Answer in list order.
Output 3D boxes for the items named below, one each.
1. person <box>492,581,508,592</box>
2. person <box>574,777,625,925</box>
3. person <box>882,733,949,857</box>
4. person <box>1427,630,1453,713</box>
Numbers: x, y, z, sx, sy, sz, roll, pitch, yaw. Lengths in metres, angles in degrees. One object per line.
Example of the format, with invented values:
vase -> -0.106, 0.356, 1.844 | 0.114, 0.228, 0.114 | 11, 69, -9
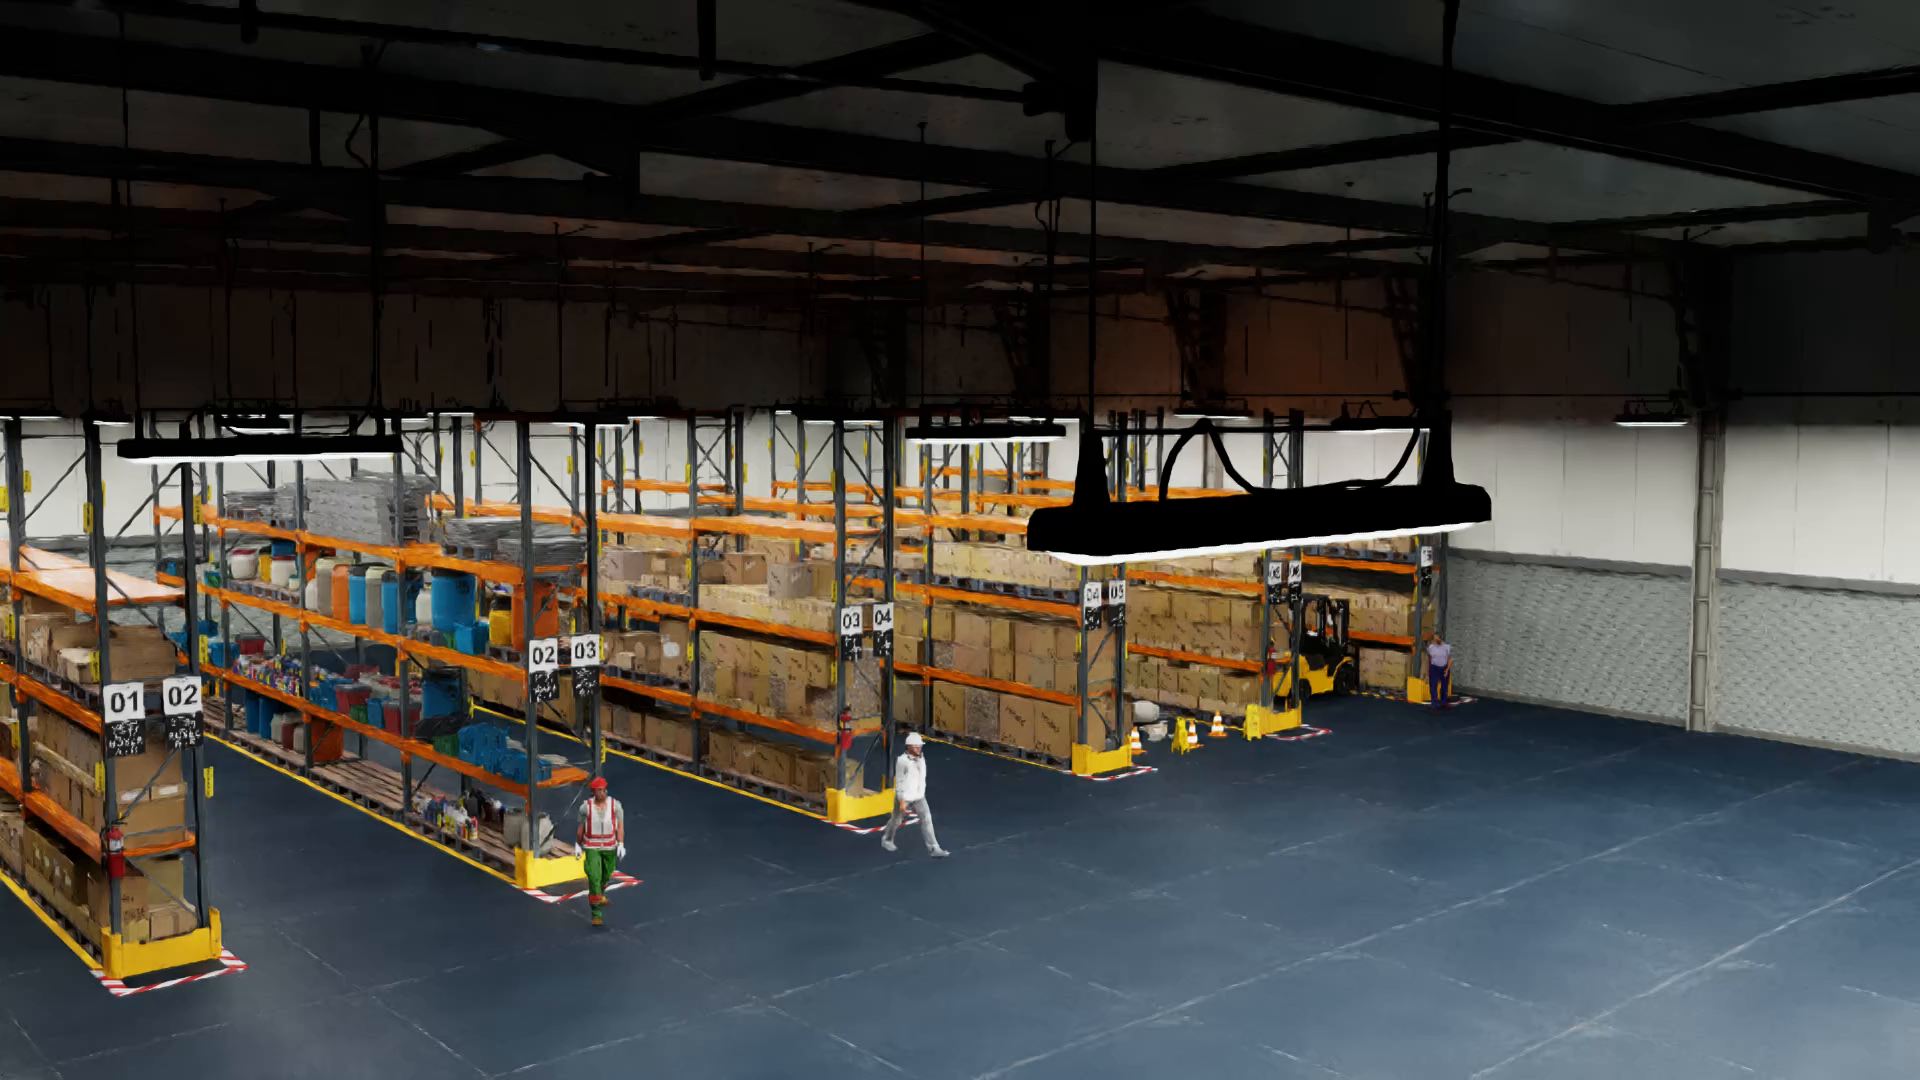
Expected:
person -> -11.825, 1.751, 42.897 | 0.517, 1.644, 0.496 | 0, 5, -4
person -> -4.345, 3.698, 20.088 | 0.577, 1.750, 0.955 | -2, 6, -26
person -> -0.660, 3.470, 22.743 | 0.546, 1.693, 1.105 | -5, 7, -43
person -> 9.582, 2.606, 33.178 | 0.517, 1.634, 0.690 | 2, 5, 20
